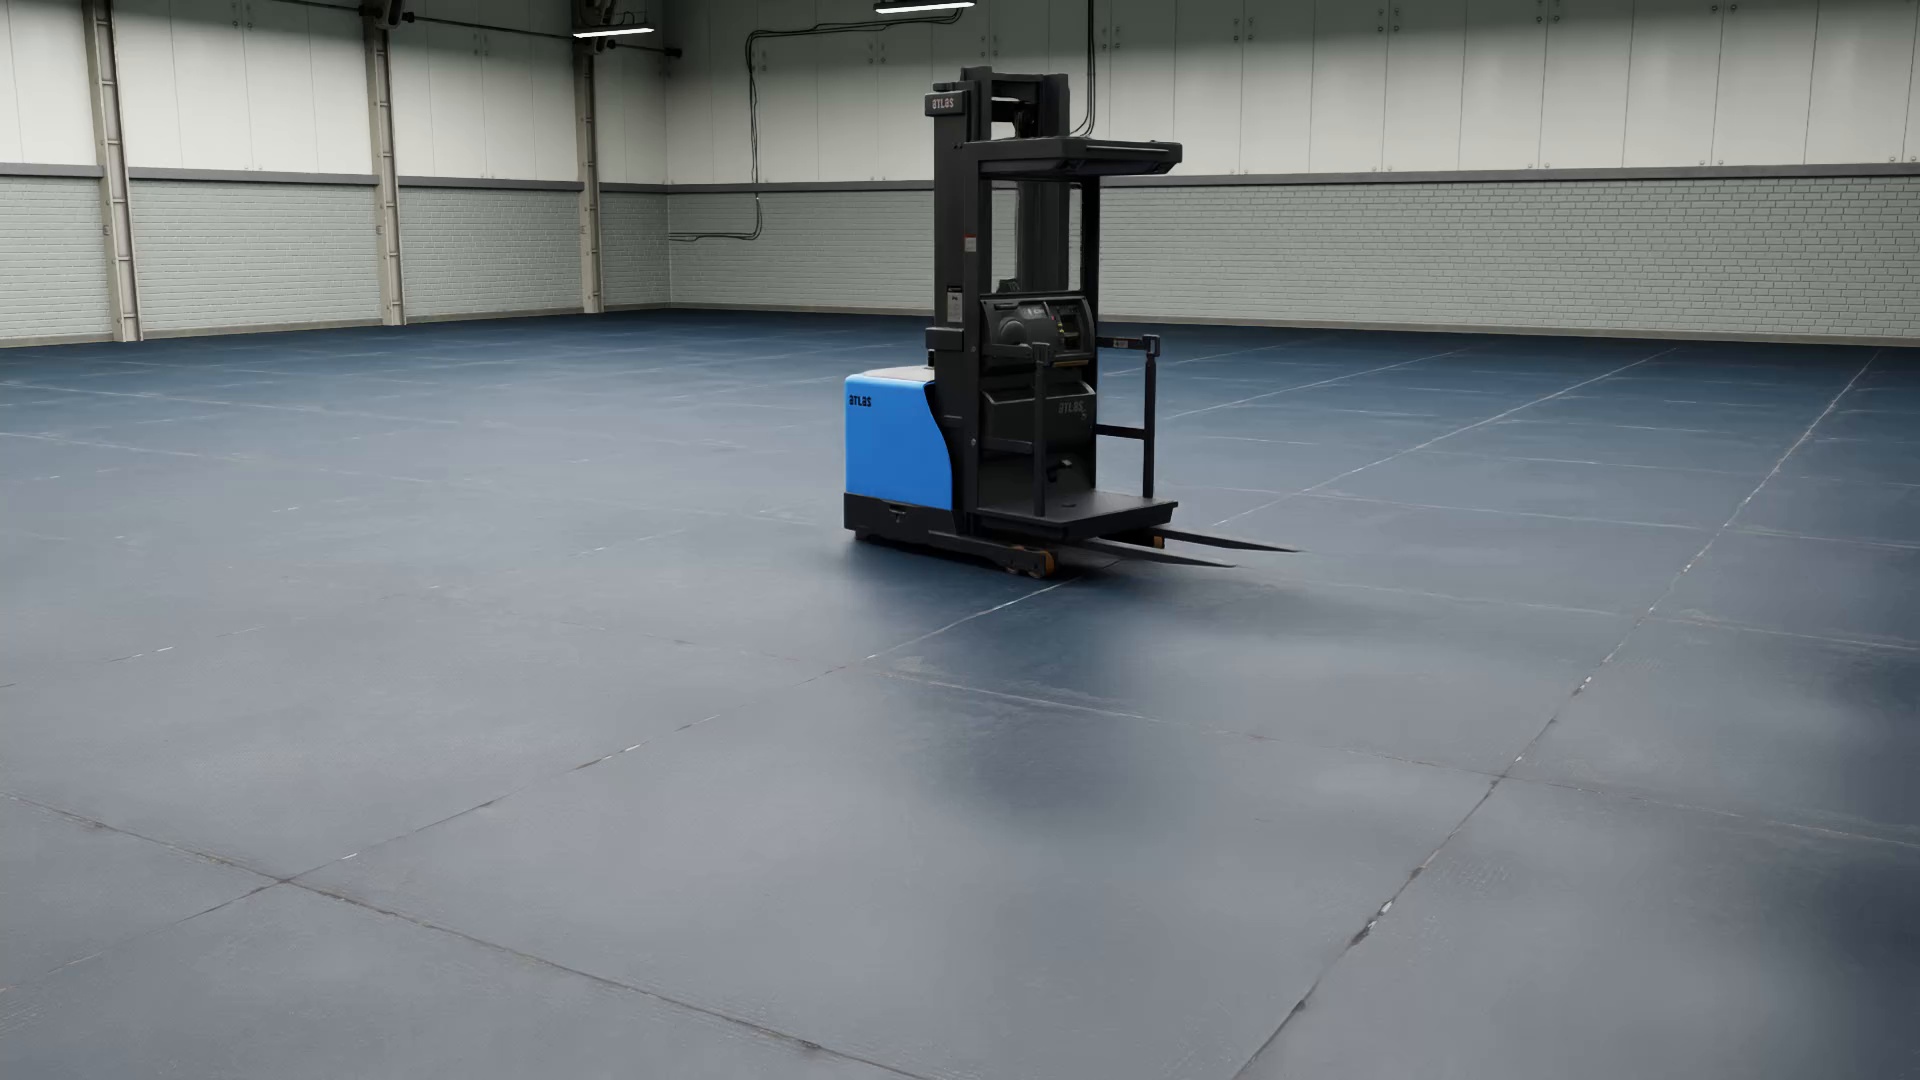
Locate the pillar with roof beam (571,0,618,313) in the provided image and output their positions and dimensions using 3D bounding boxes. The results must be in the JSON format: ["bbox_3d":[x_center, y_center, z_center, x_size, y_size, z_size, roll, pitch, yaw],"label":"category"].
[{"bbox_3d":[-5.191,-9.517,37.247,9.100,9.000,0.548,6,12,31],"label":"pillar with roof beam"}]

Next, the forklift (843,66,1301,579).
[{"bbox_3d":[0.628,-1.323,9.969,1.130,2.935,3.031,-10,15,-43],"label":"forklift"}]

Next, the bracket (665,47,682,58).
[{"bbox_3d":[-7.121,-12.101,41.271,0.235,0.232,0.430,6,12,31],"label":"bracket"}]

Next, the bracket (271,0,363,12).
[{"bbox_3d":[-13.235,-10.249,31.378,0.076,0.066,4.783,6,12,31],"label":"bracket"}]

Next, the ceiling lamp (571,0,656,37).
[{"bbox_3d":[-6.818,-11.736,33.237,2.000,3.185,0.800,6,12,31],"label":"ceiling lamp"}]

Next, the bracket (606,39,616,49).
[{"bbox_3d":[-8.352,-11.728,39.281,0.235,0.232,0.430,6,12,31],"label":"bracket"}]

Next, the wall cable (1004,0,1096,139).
[{"bbox_3d":[1.895,-11.027,36.073,2.305,6.003,0.169,6,12,31],"label":"wall cable"}]

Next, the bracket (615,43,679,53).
[{"bbox_3d":[-7.428,-12.008,40.775,0.076,0.066,3.189,6,12,31],"label":"bracket"}]

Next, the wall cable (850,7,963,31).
[{"bbox_3d":[-1.254,-12.903,37.687,3.097,2.526,0.112,6,12,31],"label":"wall cable"}]

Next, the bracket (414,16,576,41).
[{"bbox_3d":[-10.120,-11.193,36.419,0.076,0.066,4.783,6,12,31],"label":"bracket"}]

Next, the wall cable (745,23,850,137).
[{"bbox_3d":[-3.899,-10.963,39.685,3.097,2.526,0.112,6,12,31],"label":"wall cable"}]

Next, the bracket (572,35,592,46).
[{"bbox_3d":[-8.783,-11.598,38.583,0.235,0.232,0.430,6,12,31],"label":"bracket"}]

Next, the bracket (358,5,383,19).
[{"bbox_3d":[-11.898,-10.654,33.543,0.235,0.232,0.430,6,12,31],"label":"bracket"}]

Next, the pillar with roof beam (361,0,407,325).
[{"bbox_3d":[-8.306,-8.573,32.207,9.100,9.000,0.548,6,12,31],"label":"pillar with roof beam"}]

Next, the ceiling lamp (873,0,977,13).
[{"bbox_3d":[-0.502,-11.030,29.466,2.000,3.185,0.800,6,12,31],"label":"ceiling lamp"}]

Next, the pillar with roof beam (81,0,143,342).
[{"bbox_3d":[-11.421,-7.629,27.167,9.100,9.000,0.400,6,12,31],"label":"pillar with roof beam"}]

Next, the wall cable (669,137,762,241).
[{"bbox_3d":[-6.211,-8.739,41.530,3.097,2.526,0.112,6,12,31],"label":"wall cable"}]

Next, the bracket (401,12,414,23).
[{"bbox_3d":[-11.467,-10.785,34.240,0.235,0.232,0.430,6,12,31],"label":"bracket"}]
